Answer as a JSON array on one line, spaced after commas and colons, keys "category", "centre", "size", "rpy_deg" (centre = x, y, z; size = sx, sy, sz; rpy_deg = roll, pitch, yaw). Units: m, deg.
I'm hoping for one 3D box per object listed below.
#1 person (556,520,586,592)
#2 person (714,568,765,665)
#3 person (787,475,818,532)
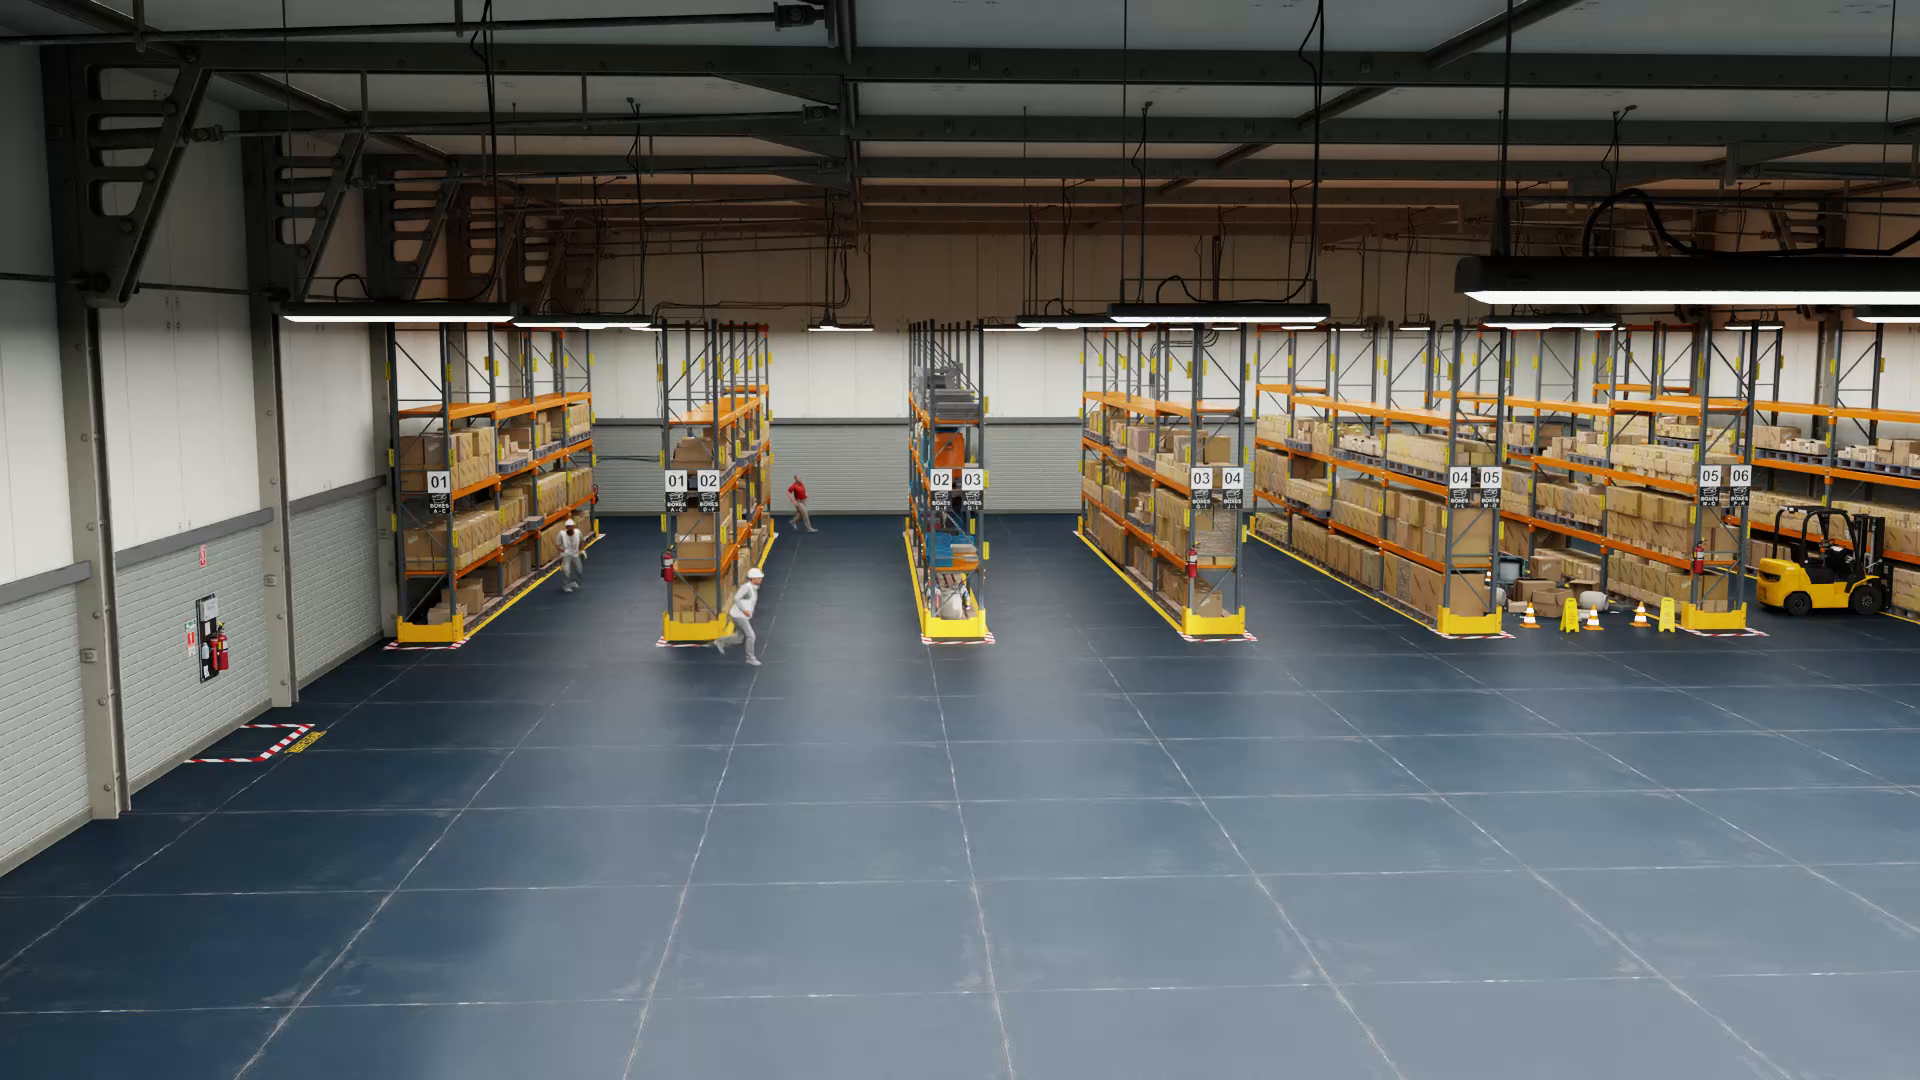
[{"category": "person", "centre": [-8.629, 0.355, 36.846], "size": [0.687, 1.666, 0.783], "rpy_deg": [-4, 8, -29]}, {"category": "person", "centre": [-3.851, 1.340, 28.882], "size": [0.963, 1.728, 0.665], "rpy_deg": [2, 7, 15]}, {"category": "person", "centre": [-4.610, -1.058, 48.049], "size": [0.912, 1.680, 0.722], "rpy_deg": [3, 8, 23]}]
